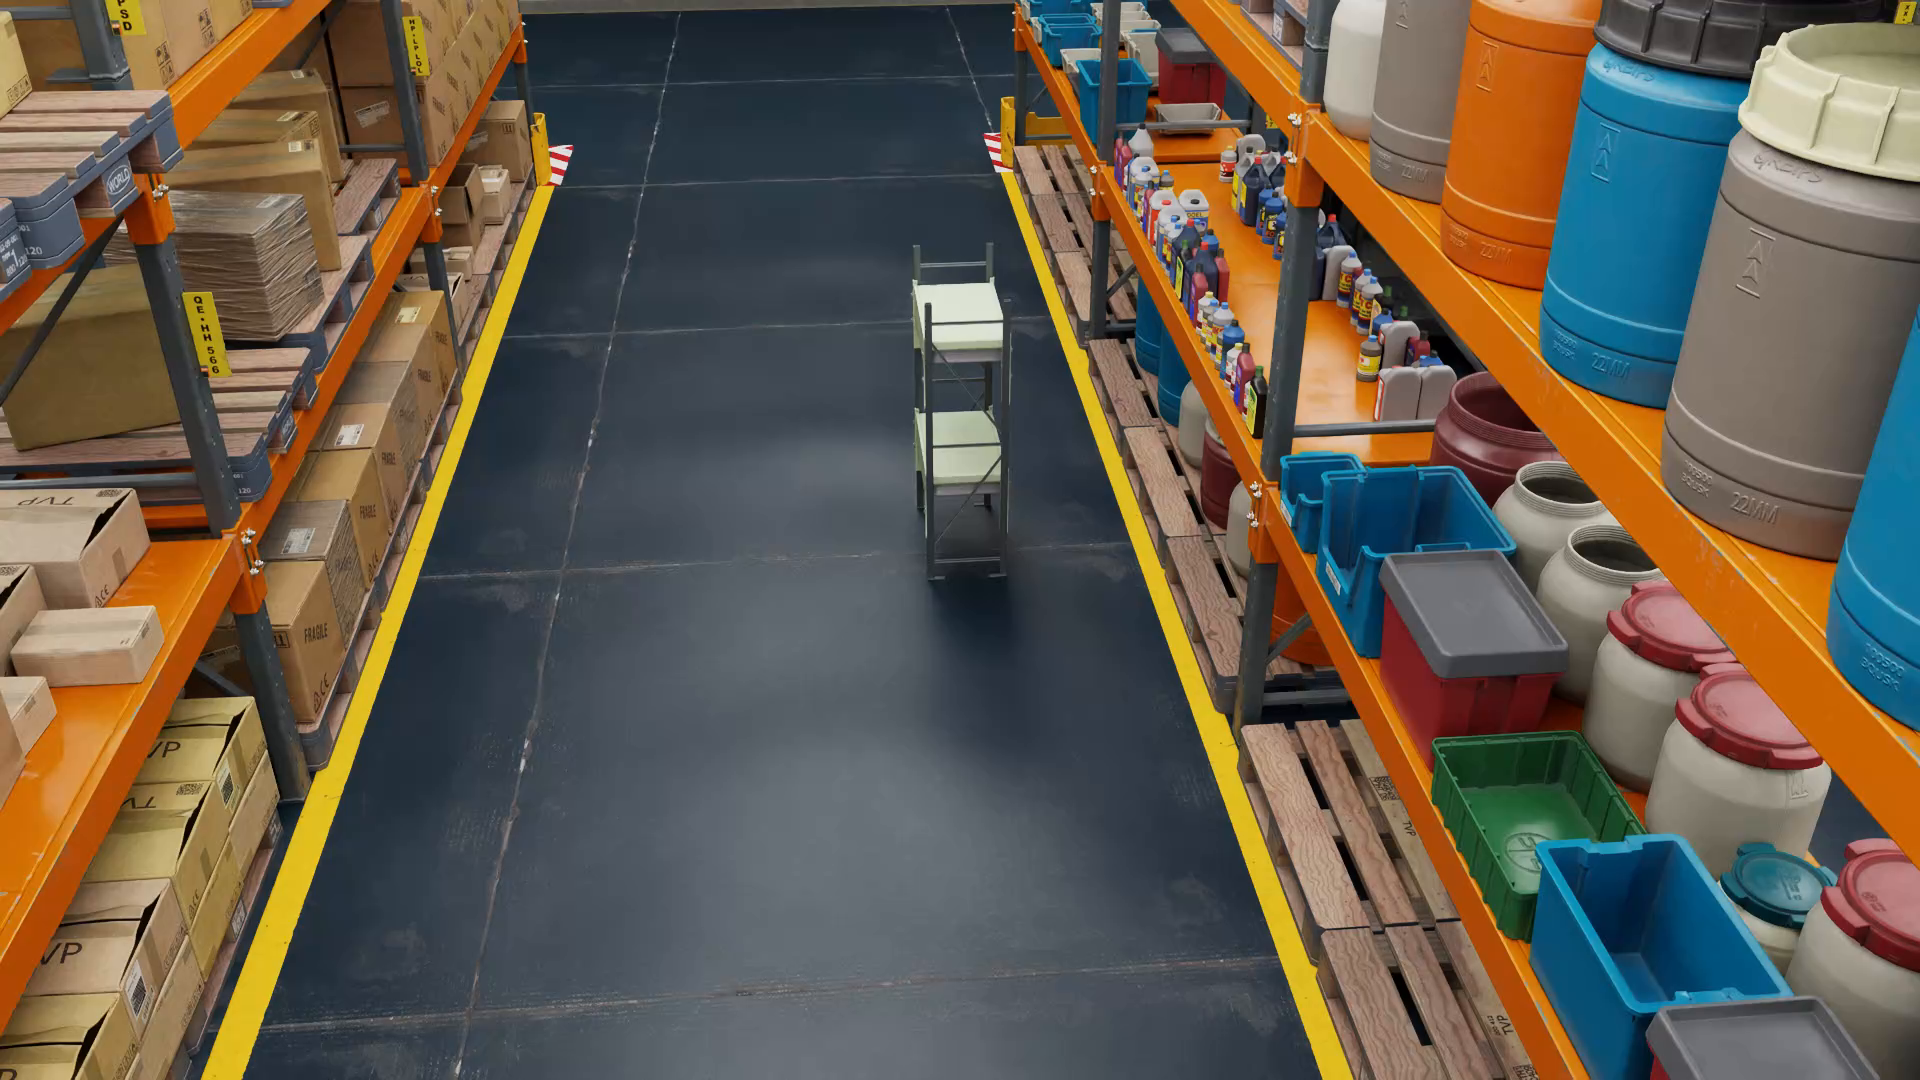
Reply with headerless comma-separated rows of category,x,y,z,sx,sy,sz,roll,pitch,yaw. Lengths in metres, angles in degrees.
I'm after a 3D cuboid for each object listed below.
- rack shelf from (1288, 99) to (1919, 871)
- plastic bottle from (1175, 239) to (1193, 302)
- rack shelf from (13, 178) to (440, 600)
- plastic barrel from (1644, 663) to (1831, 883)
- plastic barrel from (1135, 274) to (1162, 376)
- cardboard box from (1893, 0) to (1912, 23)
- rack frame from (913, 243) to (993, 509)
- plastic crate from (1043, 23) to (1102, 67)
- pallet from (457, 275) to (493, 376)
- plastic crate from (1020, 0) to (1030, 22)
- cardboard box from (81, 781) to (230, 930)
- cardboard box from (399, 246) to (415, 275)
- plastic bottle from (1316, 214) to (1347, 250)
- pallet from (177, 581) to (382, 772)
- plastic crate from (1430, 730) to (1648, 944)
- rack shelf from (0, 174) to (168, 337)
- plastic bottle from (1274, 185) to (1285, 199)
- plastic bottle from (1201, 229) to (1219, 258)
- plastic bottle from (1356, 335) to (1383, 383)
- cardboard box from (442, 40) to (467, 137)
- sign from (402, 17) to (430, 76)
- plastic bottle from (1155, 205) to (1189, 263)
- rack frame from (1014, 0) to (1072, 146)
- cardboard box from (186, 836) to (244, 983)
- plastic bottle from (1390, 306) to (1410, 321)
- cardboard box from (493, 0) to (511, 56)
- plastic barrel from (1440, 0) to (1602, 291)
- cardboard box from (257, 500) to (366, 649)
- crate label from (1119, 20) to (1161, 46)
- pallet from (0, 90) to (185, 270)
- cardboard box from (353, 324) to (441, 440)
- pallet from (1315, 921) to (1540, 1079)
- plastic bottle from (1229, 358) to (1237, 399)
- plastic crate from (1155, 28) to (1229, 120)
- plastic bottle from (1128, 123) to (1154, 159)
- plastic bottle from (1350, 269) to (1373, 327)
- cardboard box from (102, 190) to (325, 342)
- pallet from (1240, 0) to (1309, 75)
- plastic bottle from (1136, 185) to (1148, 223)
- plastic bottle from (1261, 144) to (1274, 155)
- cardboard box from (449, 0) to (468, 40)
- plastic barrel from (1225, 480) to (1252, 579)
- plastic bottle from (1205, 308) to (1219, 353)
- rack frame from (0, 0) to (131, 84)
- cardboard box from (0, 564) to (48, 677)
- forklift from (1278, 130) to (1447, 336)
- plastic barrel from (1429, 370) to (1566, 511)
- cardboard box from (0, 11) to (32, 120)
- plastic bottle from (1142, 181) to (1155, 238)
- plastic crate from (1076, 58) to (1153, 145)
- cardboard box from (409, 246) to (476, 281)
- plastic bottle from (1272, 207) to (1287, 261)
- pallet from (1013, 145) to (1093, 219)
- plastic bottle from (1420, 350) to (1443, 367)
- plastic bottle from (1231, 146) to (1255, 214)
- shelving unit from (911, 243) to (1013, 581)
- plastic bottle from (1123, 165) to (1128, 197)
rack shelf,1.889,-0.396,4.264,1.077,0.370,4.000,-3,31,-5
plastic bottle,1.103,-1.320,8.148,0.061,0.283,0.133,-3,31,-5
rack shelf,-3.416,-0.915,8.058,1.077,0.370,4.000,-3,31,-5
plastic barrel,2.137,0.673,4.566,0.433,0.535,0.433,0,31,0
plastic barrel,1.363,-1.481,9.941,0.600,0.901,0.708,-3,31,-5
cardboard box,5.951,-3.324,10.515,0.500,0.500,0.500,-2,31,-3
rack frame,-0.034,-0.827,8.673,0.400,1.500,0.023,-3,31,-5
plastic crate,0.801,-3.509,11.804,0.416,0.233,0.300,-3,31,-5
pallet,-3.666,-1.398,10.885,1.003,0.211,1.213,-3,31,-5
plastic crate,0.598,-4.125,12.930,0.250,0.136,0.298,-3,31,-5
cardboard box,-2.880,1.078,5.746,0.500,0.311,0.500,-3,31,-5
cardboard box,-4.009,-1.939,11.265,0.500,0.311,0.500,-3,31,-5
plastic bottle,1.843,-1.443,8.289,0.144,0.351,0.185,-3,31,-5
pallet,-3.262,0.612,7.520,1.003,0.211,1.213,-3,31,-5
plastic crate,1.633,0.820,4.659,0.450,0.188,0.662,-3,31,-5
rack shelf,-3.043,-0.160,3.869,1.077,0.370,4.000,-3,31,-5
plastic bottle,1.769,-1.797,8.954,0.152,0.276,0.135,-3,31,-5
plastic bottle,1.246,-1.426,8.338,0.097,0.271,0.097,0,31,0
plastic bottle,1.818,-0.810,7.374,0.097,0.201,0.097,0,31,0
cardboard box,-3.431,-2.822,10.452,0.500,0.500,0.500,-2,31,-4
sign,-3.051,-2.770,9.333,0.100,0.325,0.005,-3,31,-5
plastic bottle,1.101,-1.581,8.593,0.152,0.276,0.135,-3,31,-5
rack frame,0.955,-4.522,13.396,1.000,3.000,0.127,-3,31,-5
cardboard box,-2.886,1.318,5.891,0.500,0.250,0.500,-3,31,-5
plastic bottle,1.974,-0.931,7.497,0.061,0.283,0.133,-3,31,-5
cardboard box,-3.612,-3.849,12.172,0.500,0.500,0.500,-2,31,-4
plastic barrel,1.624,-1.146,4.400,0.600,0.830,0.708,-3,31,-5
cardboard box,-3.042,0.169,7.551,0.500,0.500,0.500,-4,31,-6
crate label,1.275,-3.737,12.281,0.396,0.136,0.243,-3,31,-5
pallet,-3.077,-1.067,4.870,1.213,0.211,1.003,-1,31,-2
cardboard box,-3.234,-0.869,9.289,0.500,0.500,0.500,-3,31,-4
pallet,1.847,1.778,5.567,1.003,0.211,1.213,-3,31,-5
plastic bottle,1.226,-0.716,7.218,0.097,0.201,0.097,0,31,0
plastic crate,1.495,-3.001,10.728,0.402,0.464,0.583,-3,31,-5
plastic bottle,1.043,-2.243,9.628,0.144,0.351,0.185,-3,31,-5
plastic bottle,1.914,-1.151,7.878,0.097,0.271,0.097,0,31,0
cardboard box,-3.296,-1.218,7.357,0.700,0.500,0.500,3,31,5
pallet,1.728,-2.040,6.499,1.003,0.211,1.213,-3,31,-5
plastic bottle,1.020,-1.843,9.104,0.097,0.201,0.097,0,31,0
plastic bottle,1.755,-2.128,9.502,0.061,0.283,0.133,-3,31,-5
cardboard box,-3.463,-3.497,10.606,0.500,0.500,0.500,-4,31,-6
plastic barrel,1.498,-0.083,7.980,0.421,0.512,0.421,0,31,0
plastic bottle,1.180,-0.965,7.634,0.097,0.201,0.097,0,31,0
rack frame,-3.229,-2.778,4.625,1.000,3.000,0.127,-3,31,-5
cardboard box,-3.339,0.302,5.407,0.500,0.311,0.500,-3,31,-5
forklift,2.914,-2.582,10.214,1.130,2.935,3.031,-4,31,-6
plastic barrel,2.048,-0.274,6.151,0.600,0.536,0.708,-3,31,-5
cardboard box,-3.131,-1.377,4.942,0.500,0.250,0.500,-5,31,-8
plastic bottle,1.021,-1.769,8.900,0.061,0.283,0.133,-3,31,-5
plastic crate,0.946,-2.721,10.337,0.392,0.384,0.575,-3,31,-5
cardboard box,-3.518,-1.883,11.311,0.380,0.166,0.250,-3,31,-5
plastic bottle,1.681,-1.592,8.616,0.097,0.271,0.097,0,31,0
pallet,0.994,-2.902,13.403,1.003,0.211,1.213,-3,31,-5
plastic bottle,2.000,-0.679,7.088,0.097,0.271,0.097,0,31,0
plastic bottle,1.597,-1.998,9.218,0.144,0.351,0.185,-3,31,-5
shelving unit,0.001,-0.640,8.360,0.431,1.500,0.755,-3,31,-5
plastic bottle,0.980,-2.061,9.469,0.097,0.201,0.097,0,31,0
